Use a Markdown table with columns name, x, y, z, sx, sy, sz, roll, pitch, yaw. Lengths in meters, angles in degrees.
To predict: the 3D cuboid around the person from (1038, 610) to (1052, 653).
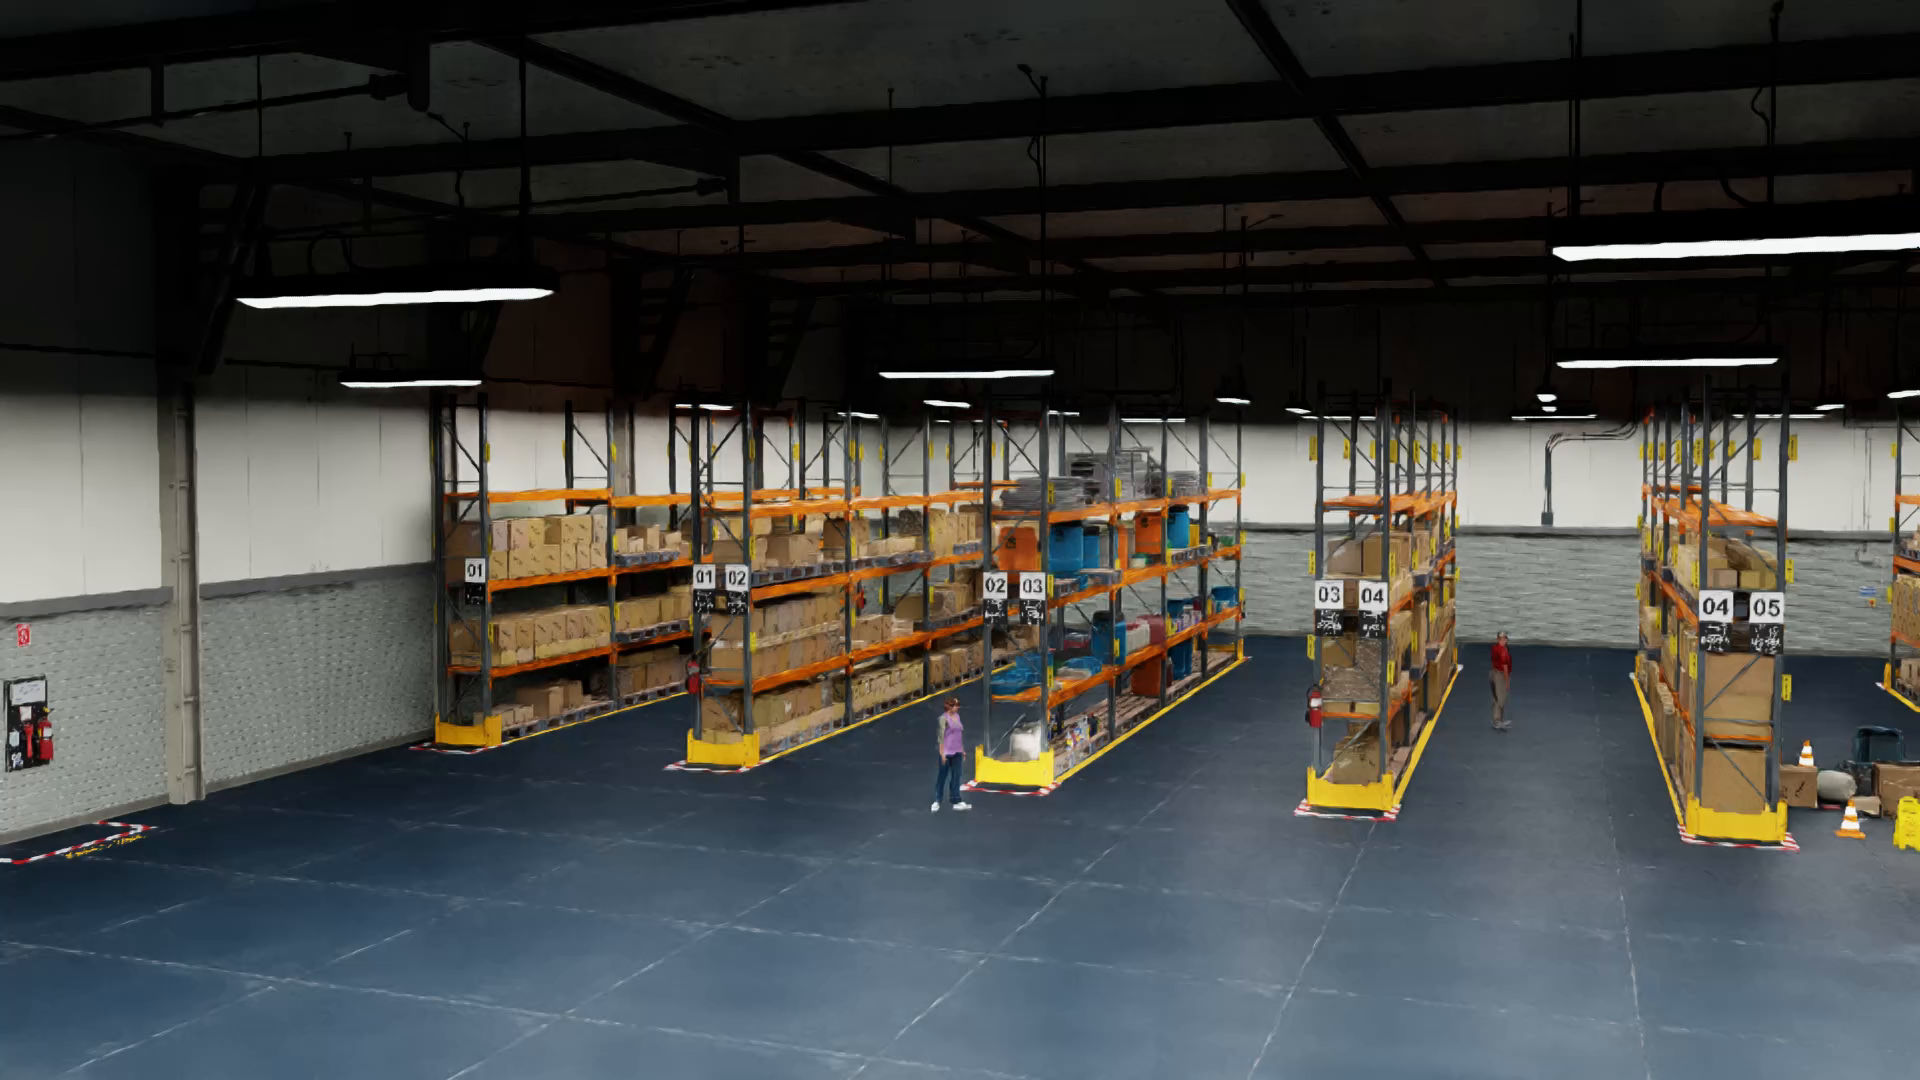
| name | x | y | z | sx | sy | sz | roll | pitch | yaw |
| --- | --- | --- | --- | --- | --- | --- | --- | --- | --- |
| person | 1.993 | 2.087 | 38.658 | 0.385 | 1.678 | 0.591 | 1 | 3 | 10 |

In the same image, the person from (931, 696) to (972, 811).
| name | x | y | z | sx | sy | sz | roll | pitch | yaw |
| --- | --- | --- | --- | --- | --- | --- | --- | --- | --- |
| person | -0.158 | 2.984 | 23.149 | 0.393 | 1.565 | 0.565 | 3 | 4 | 43 |

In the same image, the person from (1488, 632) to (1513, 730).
| name | x | y | z | sx | sy | sz | roll | pitch | yaw |
| --- | --- | --- | --- | --- | --- | --- | --- | --- | --- |
| person | 9.811 | 2.520 | 30.048 | 0.479 | 1.732 | 0.620 | 0 | 3 | -4 |

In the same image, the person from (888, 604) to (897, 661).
| name | x | y | z | sx | sy | sz | roll | pitch | yaw |
| --- | --- | --- | --- | --- | --- | --- | --- | --- | --- |
| person | -1.594 | 2.201 | 38.102 | 0.417 | 1.517 | 1.037 | 1 | 3 | 22 |
